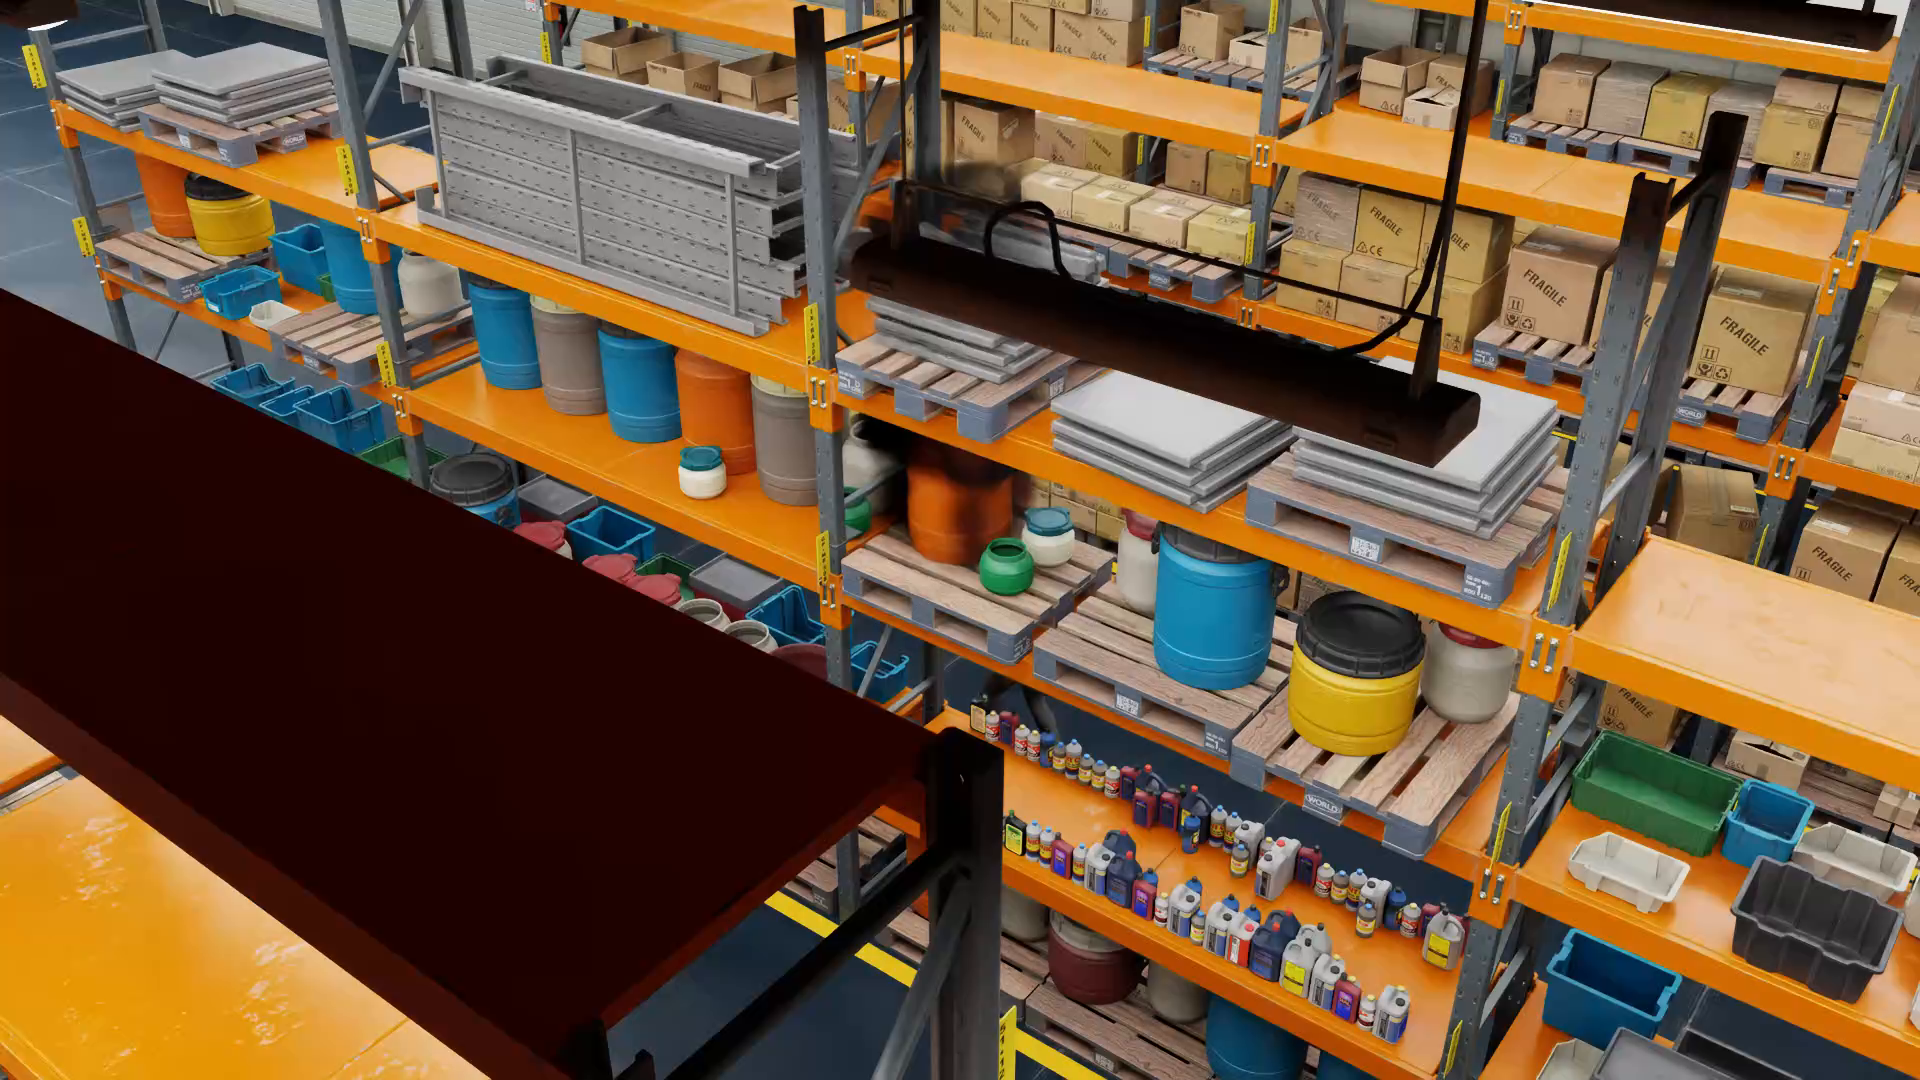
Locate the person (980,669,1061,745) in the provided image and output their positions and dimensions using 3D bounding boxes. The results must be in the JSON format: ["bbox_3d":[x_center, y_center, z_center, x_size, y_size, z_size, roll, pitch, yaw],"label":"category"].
[{"bbox_3d":[0.435,0.972,12.179,0.845,1.635,0.524,27,41,37],"label":"person"}]

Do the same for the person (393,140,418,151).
[{"bbox_3d":[-6.660,-4.322,20.904,0.949,1.606,0.660,-20,37,-29],"label":"person"}]
